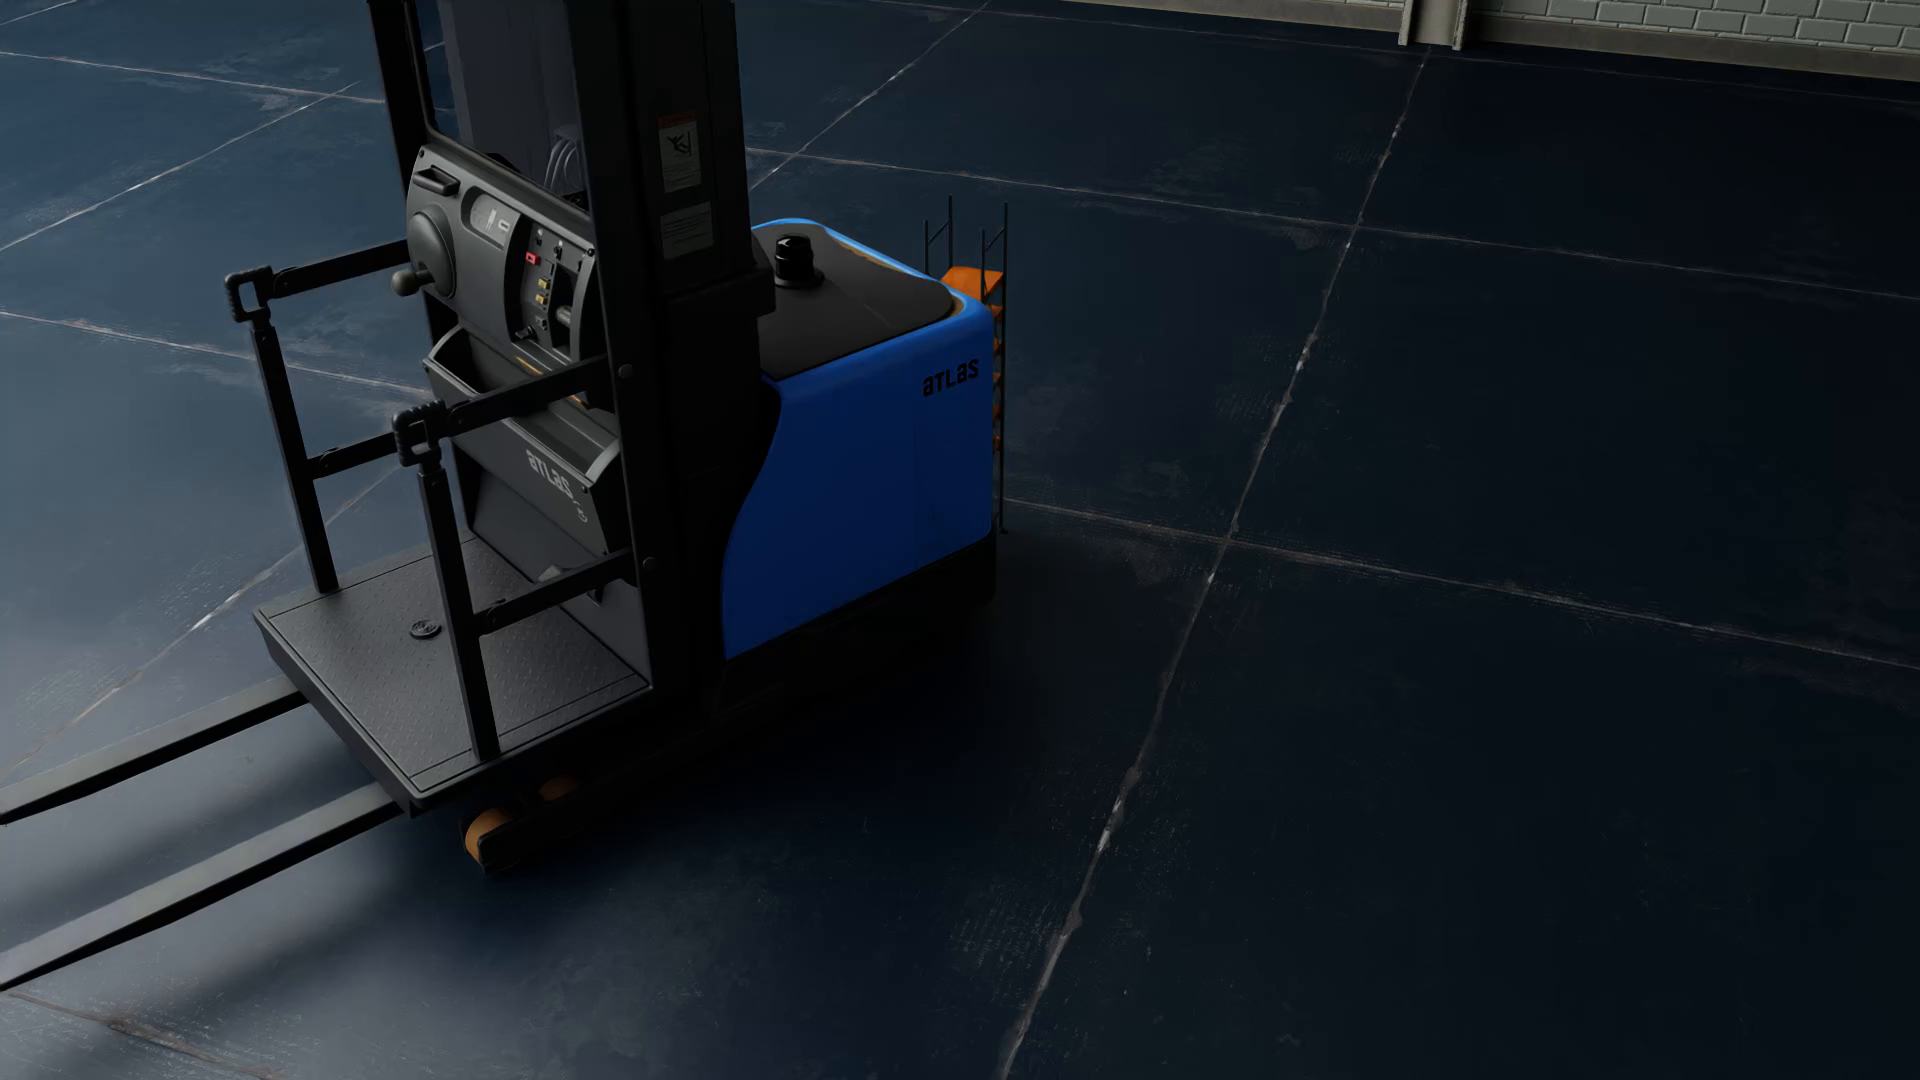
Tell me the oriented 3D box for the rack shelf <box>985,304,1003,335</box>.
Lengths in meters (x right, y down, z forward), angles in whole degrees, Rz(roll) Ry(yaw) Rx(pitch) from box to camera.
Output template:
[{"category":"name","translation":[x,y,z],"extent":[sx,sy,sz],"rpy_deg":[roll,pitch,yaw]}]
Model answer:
[{"category":"rack shelf","translation":[0.020,-0.669,5.318],"extent":[0.180,0.103,0.258],"rpy_deg":[11,35,16]}]

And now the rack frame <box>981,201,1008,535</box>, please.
[{"category":"rack frame","translation":[0.106,-0.488,5.399],"extent":[0.006,1.200,0.240],"rpy_deg":[11,35,16]}]

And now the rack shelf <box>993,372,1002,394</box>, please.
[{"category":"rack shelf","translation":[0.020,-0.467,5.449],"extent":[0.180,0.103,0.258],"rpy_deg":[11,35,16]}]

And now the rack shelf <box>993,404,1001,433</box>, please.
[{"category":"rack shelf","translation":[0.020,-0.367,5.514],"extent":[0.180,0.103,0.258],"rpy_deg":[11,35,16]}]

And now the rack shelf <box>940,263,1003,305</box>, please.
[{"category":"rack shelf","translation":[0.020,-0.769,5.253],"extent":[0.180,0.103,0.258],"rpy_deg":[11,35,16]}]

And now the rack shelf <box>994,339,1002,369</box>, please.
[{"category":"rack shelf","translation":[0.020,-0.568,5.384],"extent":[0.180,0.103,0.258],"rpy_deg":[11,35,16]}]

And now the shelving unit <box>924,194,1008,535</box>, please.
[{"category":"shelving unit","translation":[0.020,-0.505,5.425],"extent":[0.189,1.200,0.258],"rpy_deg":[11,35,16]}]

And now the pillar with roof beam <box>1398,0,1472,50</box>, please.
[{"category":"pillar with roof beam","translation":[1.600,-4.808,4.900],"extent":[0.400,9.000,9.100],"rpy_deg":[11,34,16]}]

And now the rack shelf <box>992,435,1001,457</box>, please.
[{"category":"rack shelf","translation":[0.020,-0.266,5.580],"extent":[0.180,0.103,0.258],"rpy_deg":[11,35,16]}]

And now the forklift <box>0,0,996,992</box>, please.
[{"category":"forklift","translation":[-1.330,-0.680,4.101],"extent":[3.031,2.935,1.130],"rpy_deg":[-25,41,-33]}]

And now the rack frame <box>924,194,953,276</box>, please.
[{"category":"rack frame","translation":[-0.066,-0.521,5.451],"extent":[0.006,1.200,0.240],"rpy_deg":[11,35,16]}]
